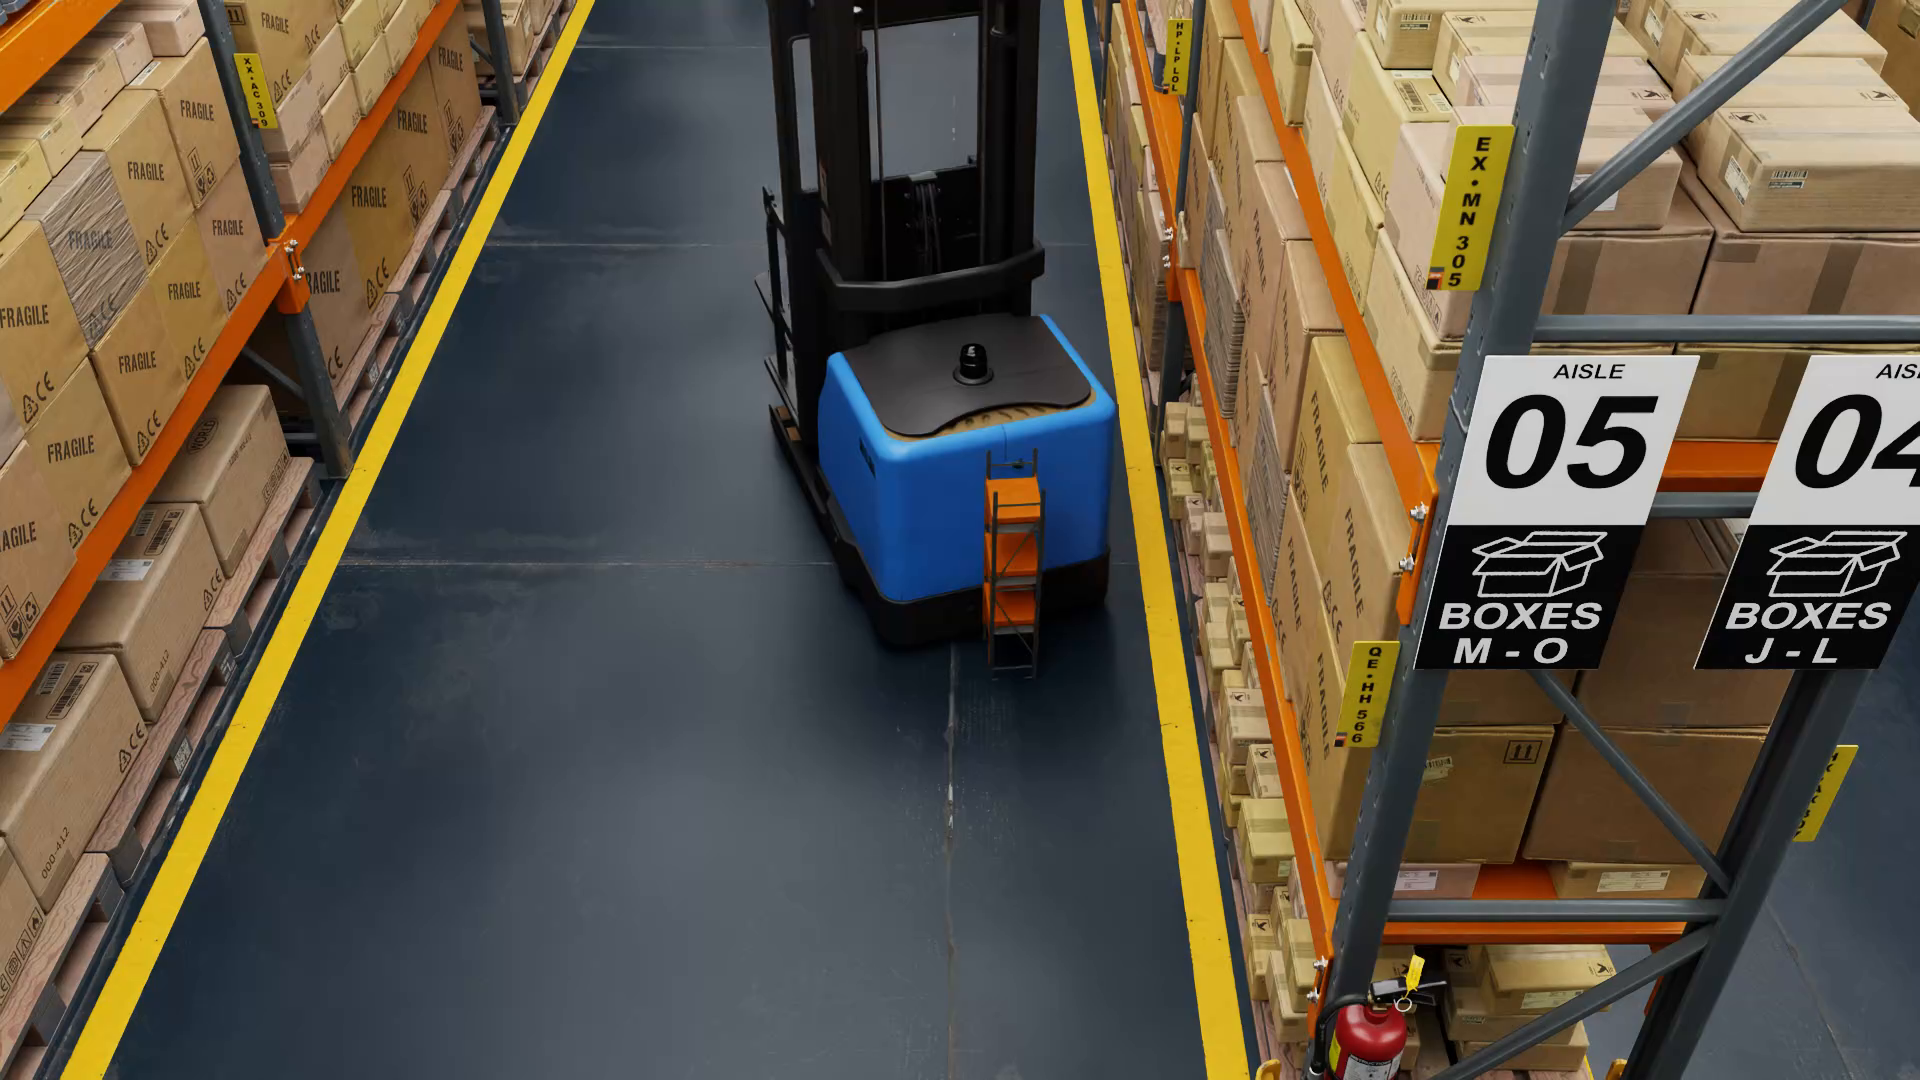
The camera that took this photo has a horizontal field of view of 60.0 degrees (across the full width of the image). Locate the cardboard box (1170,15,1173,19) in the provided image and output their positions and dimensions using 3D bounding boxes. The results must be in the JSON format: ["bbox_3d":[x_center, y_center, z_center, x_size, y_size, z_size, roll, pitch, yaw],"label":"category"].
[{"bbox_3d":[1.259,-2.527,8.370,0.380,0.149,0.250,-2,39,-2],"label":"cardboard box"}]

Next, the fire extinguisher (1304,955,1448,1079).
[{"bbox_3d":[1.006,1.271,4.126,0.296,0.674,0.183,0,39,0],"label":"fire extinguisher"}]

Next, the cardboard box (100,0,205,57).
[{"bbox_3d":[-3.169,-1.988,6.433,0.380,0.149,0.250,-1,39,-1],"label":"cardboard box"}]

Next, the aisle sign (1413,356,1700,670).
[{"bbox_3d":[1.167,-0.031,3.312,0.394,0.787,0.004,0,39,0],"label":"aisle sign"}]

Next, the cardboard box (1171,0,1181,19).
[{"bbox_3d":[1.262,-2.649,8.284,0.380,0.149,0.250,-2,39,-2],"label":"cardboard box"}]

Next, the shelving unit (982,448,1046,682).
[{"bbox_3d":[0.212,0.118,6.751,0.215,1.050,0.252,-3,43,-4],"label":"shelving unit"}]

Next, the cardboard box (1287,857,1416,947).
[{"bbox_3d":[1.270,1.165,5.365,0.380,0.149,0.250,1,39,1],"label":"cardboard box"}]

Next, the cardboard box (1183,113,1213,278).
[{"bbox_3d":[1.211,-1.410,6.792,0.500,0.500,0.500,-1,39,-1],"label":"cardboard box"}]

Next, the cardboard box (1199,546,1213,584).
[{"bbox_3d":[1.244,0.093,7.180,0.380,0.149,0.250,-1,39,-1],"label":"cardboard box"}]

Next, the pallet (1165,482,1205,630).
[{"bbox_3d":[1.499,-0.056,7.651,1.003,0.211,1.213,0,39,0],"label":"pallet"}]

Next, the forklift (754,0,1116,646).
[{"bbox_3d":[-0.316,-1.620,7.427,1.130,2.935,3.031,-12,40,-15],"label":"forklift"}]

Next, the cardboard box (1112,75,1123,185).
[{"bbox_3d":[1.208,-2.497,10.131,0.500,0.500,0.500,0,39,0],"label":"cardboard box"}]

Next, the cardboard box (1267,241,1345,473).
[{"bbox_3d":[1.208,-0.536,4.903,0.500,0.500,0.500,2,39,2],"label":"cardboard box"}]

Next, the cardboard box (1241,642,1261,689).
[{"bbox_3d":[1.261,0.509,6.185,0.380,0.149,0.250,-1,39,-2],"label":"cardboard box"}]

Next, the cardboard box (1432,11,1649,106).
[{"bbox_3d":[1.269,-1.048,3.662,0.380,0.149,0.250,-1,39,-1],"label":"cardboard box"}]

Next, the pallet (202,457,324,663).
[{"bbox_3d":[-3.565,0.066,7.499,1.003,0.211,1.213,0,39,0],"label":"pallet"}]

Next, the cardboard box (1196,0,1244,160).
[{"bbox_3d":[1.219,-1.827,6.514,0.500,0.500,0.500,1,39,1],"label":"cardboard box"}]

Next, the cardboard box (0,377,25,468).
[{"bbox_3d":[-3.215,-0.371,4.934,0.500,0.500,0.500,0,39,0],"label":"cardboard box"}]

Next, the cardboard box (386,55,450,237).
[{"bbox_3d":[-3.578,-2.344,9.639,0.875,0.875,0.875,0,39,1],"label":"cardboard box"}]

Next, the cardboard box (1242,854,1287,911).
[{"bbox_3d":[1.179,1.115,5.666,0.380,0.149,0.250,-2,39,-2],"label":"cardboard box"}]

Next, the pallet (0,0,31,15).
[{"bbox_3d":[-3.497,-2.122,5.671,1.003,0.211,1.213,0,39,0],"label":"pallet"}]

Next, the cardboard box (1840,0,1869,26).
[{"bbox_3d":[6.397,-3.621,11.517,0.700,0.500,0.500,-2,39,-2],"label":"cardboard box"}]

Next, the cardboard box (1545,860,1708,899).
[{"bbox_3d":[1.794,0.832,4.514,0.380,0.149,0.250,0,39,0],"label":"cardboard box"}]

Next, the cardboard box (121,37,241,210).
[{"bbox_3d":[-3.211,-1.632,6.508,0.500,0.500,0.500,0,39,0],"label":"cardboard box"}]

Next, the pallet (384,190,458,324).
[{"bbox_3d":[-3.568,-1.657,9.649,1.003,0.211,1.213,0,39,0],"label":"pallet"}]

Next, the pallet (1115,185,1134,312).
[{"bbox_3d":[1.456,-1.728,9.737,1.003,0.211,1.213,0,39,0],"label":"pallet"}]

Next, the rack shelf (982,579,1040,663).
[{"bbox_3d":[0.211,0.332,6.945,0.215,0.259,0.240,-3,43,-4],"label":"rack shelf"}]

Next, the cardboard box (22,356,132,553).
[{"bbox_3d":[-3.225,-0.283,5.625,0.500,0.500,0.500,1,39,1],"label":"cardboard box"}]

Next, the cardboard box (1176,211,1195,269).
[{"bbox_3d":[1.136,-1.289,7.161,0.380,0.149,0.250,1,39,2],"label":"cardboard box"}]

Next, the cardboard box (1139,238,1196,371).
[{"bbox_3d":[1.210,-1.215,8.531,0.500,0.500,0.500,-1,39,-1],"label":"cardboard box"}]

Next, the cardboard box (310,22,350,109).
[{"bbox_3d":[-3.235,-2.236,7.861,0.500,0.250,0.500,1,39,1],"label":"cardboard box"}]

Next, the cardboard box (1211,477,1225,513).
[{"bbox_3d":[1.269,-0.139,6.993,0.380,0.149,0.250,-1,39,-1],"label":"cardboard box"}]

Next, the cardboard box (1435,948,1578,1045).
[{"bbox_3d":[1.723,1.442,5.258,0.380,0.149,0.250,1,39,2],"label":"cardboard box"}]

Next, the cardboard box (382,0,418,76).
[{"bbox_3d":[-3.202,-2.671,8.804,0.500,0.250,0.500,-1,39,-1],"label":"cardboard box"}]

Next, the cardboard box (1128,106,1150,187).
[{"bbox_3d":[1.207,-2.163,9.114,0.500,0.250,0.500,-2,39,-2],"label":"cardboard box"}]

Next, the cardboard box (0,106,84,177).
[{"bbox_3d":[-3.232,-1.352,5.640,0.380,0.149,0.250,0,39,0],"label":"cardboard box"}]

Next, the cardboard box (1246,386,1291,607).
[{"bbox_3d":[1.204,-0.138,5.206,0.500,0.500,0.500,0,39,0],"label":"cardboard box"}]

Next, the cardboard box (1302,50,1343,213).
[{"bbox_3d":[1.207,-1.088,4.431,0.500,0.250,0.500,2,39,2],"label":"cardboard box"}]

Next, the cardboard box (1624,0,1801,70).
[{"bbox_3d":[1.785,-1.209,3.863,0.380,0.149,0.250,0,39,1],"label":"cardboard box"}]

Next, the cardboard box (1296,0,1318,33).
[{"bbox_3d":[1.223,-1.614,4.686,0.500,0.250,0.500,-2,39,-2],"label":"cardboard box"}]

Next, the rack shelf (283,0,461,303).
[{"bbox_3d":[-3.490,-2.468,9.006,1.077,0.370,4.000,0,39,0],"label":"rack shelf"}]

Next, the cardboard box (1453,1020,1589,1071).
[{"bbox_3d":[1.787,1.558,5.351,0.380,0.149,0.250,1,39,1],"label":"cardboard box"}]

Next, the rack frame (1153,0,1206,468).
[{"bbox_3d":[1.462,-1.564,7.303,1.000,3.000,0.127,0,39,0],"label":"rack frame"}]

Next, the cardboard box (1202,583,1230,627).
[{"bbox_3d":[1.180,0.304,6.678,0.380,0.149,0.250,0,39,0],"label":"cardboard box"}]

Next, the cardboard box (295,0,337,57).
[{"bbox_3d":[-3.229,-2.520,7.617,0.500,0.500,0.500,0,39,0],"label":"cardboard box"}]

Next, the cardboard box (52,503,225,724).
[{"bbox_3d":[-3.592,0.291,6.701,0.875,0.438,0.875,-1,39,-1],"label":"cardboard box"}]

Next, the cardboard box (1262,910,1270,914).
[{"bbox_3d":[1.242,1.231,5.760,0.380,0.149,0.250,0,39,0],"label":"cardboard box"}]

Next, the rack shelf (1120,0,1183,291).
[{"bbox_3d":[1.460,-2.534,9.089,1.077,0.370,4.000,0,39,0],"label":"rack shelf"}]

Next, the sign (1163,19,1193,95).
[{"bbox_3d":[0.907,-2.013,6.938,0.100,0.325,0.005,0,39,0],"label":"sign"}]

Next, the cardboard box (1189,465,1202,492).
[{"bbox_3d":[1.233,-0.347,7.490,0.380,0.149,0.250,0,39,0],"label":"cardboard box"}]

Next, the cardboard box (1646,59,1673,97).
[{"bbox_3d":[1.725,-0.971,3.885,0.500,0.250,0.500,0,39,-1],"label":"cardboard box"}]
